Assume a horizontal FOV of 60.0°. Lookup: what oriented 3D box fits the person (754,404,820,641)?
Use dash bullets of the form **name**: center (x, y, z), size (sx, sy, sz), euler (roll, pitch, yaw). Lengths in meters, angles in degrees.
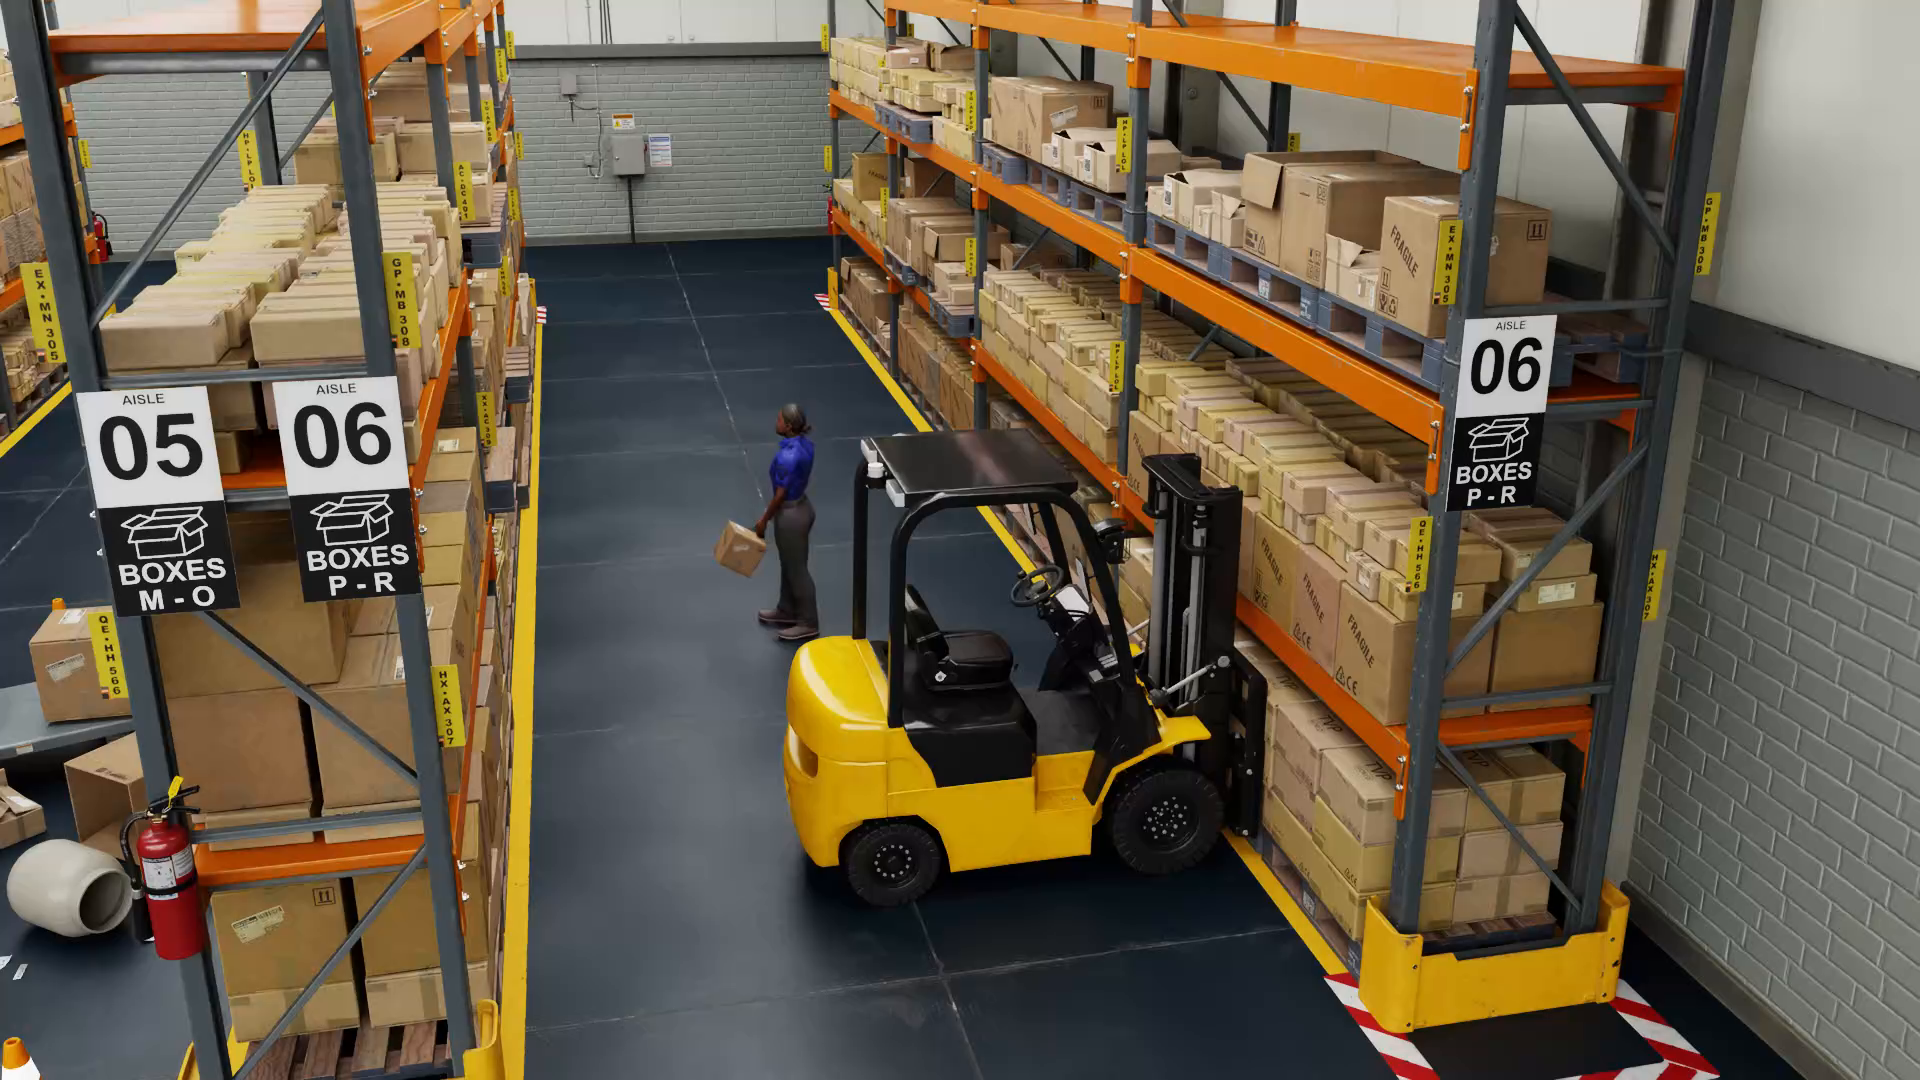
- **person**: center (-1.226, -0.141, 11.455), size (0.523, 1.653, 0.506), euler (4, 20, 11)
